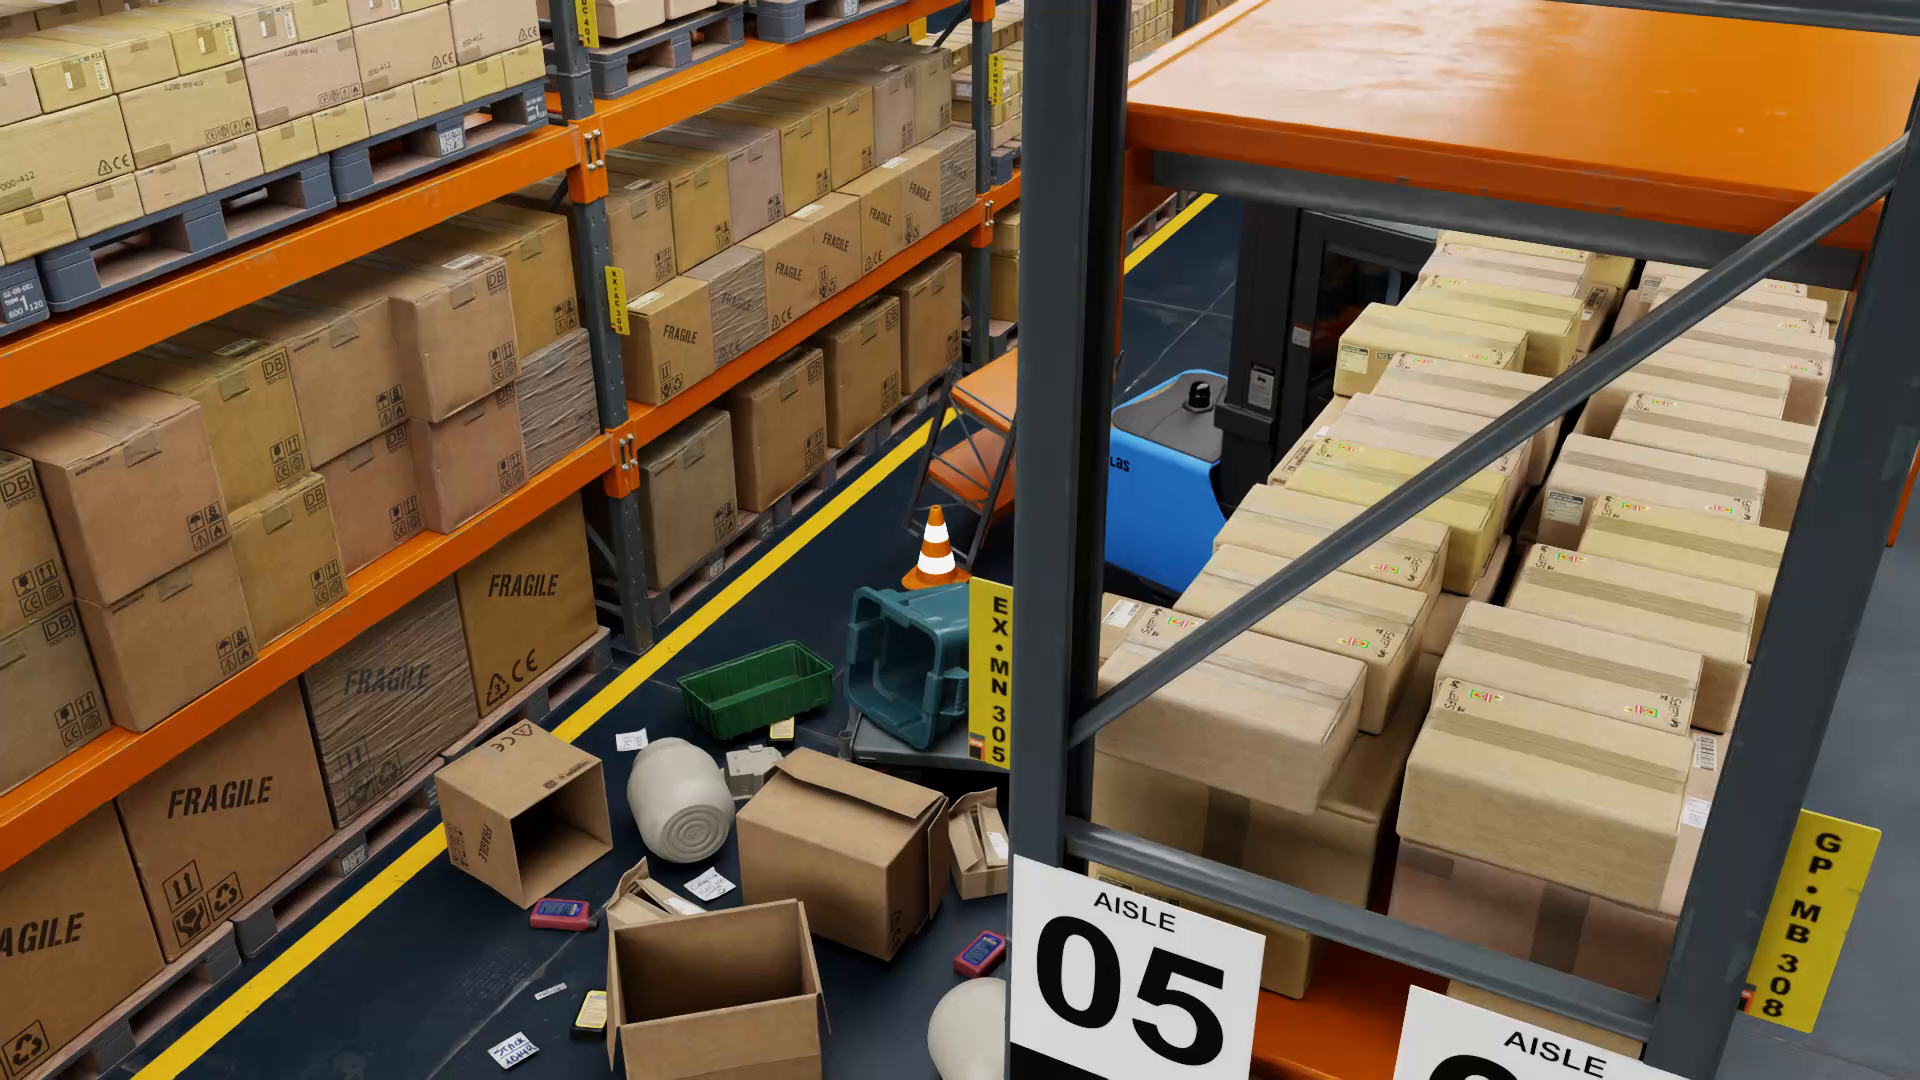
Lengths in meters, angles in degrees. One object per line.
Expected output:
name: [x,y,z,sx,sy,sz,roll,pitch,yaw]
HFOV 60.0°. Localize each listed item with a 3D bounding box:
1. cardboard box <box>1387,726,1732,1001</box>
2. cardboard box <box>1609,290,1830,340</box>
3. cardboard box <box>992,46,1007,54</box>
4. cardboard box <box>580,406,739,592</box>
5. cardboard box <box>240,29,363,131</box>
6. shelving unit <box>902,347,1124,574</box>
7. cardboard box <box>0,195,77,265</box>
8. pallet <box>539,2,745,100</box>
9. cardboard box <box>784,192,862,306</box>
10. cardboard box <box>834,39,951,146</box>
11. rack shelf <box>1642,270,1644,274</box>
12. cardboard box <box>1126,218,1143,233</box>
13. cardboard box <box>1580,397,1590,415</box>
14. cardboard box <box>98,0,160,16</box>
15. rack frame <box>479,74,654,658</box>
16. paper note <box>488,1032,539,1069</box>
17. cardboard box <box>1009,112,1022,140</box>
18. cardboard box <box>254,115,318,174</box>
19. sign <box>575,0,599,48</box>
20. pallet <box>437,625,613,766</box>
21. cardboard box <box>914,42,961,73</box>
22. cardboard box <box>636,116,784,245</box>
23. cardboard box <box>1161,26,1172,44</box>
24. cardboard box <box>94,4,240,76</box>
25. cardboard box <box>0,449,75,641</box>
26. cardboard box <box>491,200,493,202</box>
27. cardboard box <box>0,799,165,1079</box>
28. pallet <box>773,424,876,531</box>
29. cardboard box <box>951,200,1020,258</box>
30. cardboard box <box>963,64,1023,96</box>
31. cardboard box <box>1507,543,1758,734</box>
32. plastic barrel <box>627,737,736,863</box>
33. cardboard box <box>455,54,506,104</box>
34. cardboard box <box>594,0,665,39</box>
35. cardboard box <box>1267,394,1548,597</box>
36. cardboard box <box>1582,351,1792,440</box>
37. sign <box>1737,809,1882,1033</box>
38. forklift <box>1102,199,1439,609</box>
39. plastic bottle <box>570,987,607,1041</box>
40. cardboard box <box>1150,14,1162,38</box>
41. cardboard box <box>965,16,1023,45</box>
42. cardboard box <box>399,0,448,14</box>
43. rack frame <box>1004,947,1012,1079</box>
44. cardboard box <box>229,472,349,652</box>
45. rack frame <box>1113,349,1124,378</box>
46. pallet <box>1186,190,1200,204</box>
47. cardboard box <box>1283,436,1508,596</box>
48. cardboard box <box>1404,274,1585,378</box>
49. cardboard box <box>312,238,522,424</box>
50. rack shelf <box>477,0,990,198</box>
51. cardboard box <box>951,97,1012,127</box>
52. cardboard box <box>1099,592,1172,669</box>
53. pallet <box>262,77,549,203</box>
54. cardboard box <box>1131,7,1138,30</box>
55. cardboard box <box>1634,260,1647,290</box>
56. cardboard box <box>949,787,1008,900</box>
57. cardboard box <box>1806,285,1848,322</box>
cardboard box: [1.010,0.498,2.710,0.500,0.250,0.500,14,33,22]
cardboard box: [1.930,-0.409,4.290,0.500,0.250,0.500,14,33,22]
cardboard box: [0.141,-3.696,12.706,0.380,0.149,0.250,15,33,25]
cardboard box: [-1.884,-0.328,9.147,1.050,0.750,0.750,14,33,23]
cardboard box: [-2.542,-1.695,6.007,0.500,0.250,0.500,14,33,23]
shelving unit: [0.298,-0.571,9.481,0.538,1.125,1.048,34,41,20]
cardboard box: [-3.007,-0.997,5.193,0.380,0.149,0.250,14,33,23]
pallet: [-1.713,-2.462,8.205,0.805,0.209,1.217,13,32,21]
cardboard box: [-0.916,-1.712,9.618,0.500,0.500,0.500,15,33,24]
cardboard box: [-0.478,-2.880,10.648,0.700,0.500,0.500,14,33,23]
rack shelf: [3.277,-1.624,7.275,1.077,0.370,4.000,14,33,23]
cardboard box: [1.211,-2.858,13.804,0.500,0.500,0.500,13,33,22]
cardboard box: [1.673,-0.517,4.878,0.380,0.149,0.250,15,33,25]
cardboard box: [-3.133,-1.941,6.034,0.380,0.149,0.250,14,33,23]
rack frame: [-2.086,-0.826,8.177,1.000,3.000,0.127,14,33,23]
paper note: [-1.702,1.944,6.336,0.142,0.017,0.144,-25,38,-36]
cardboard box: [0.242,-2.944,11.695,0.380,0.149,0.250,16,34,26]
cardboard box: [-2.546,-1.444,5.971,0.380,0.149,0.250,14,33,23]
sign: [-1.592,-2.260,7.063,0.100,0.325,0.005,14,33,23]
pallet: [-2.502,0.702,8.315,1.003,0.211,1.213,14,33,23]
cardboard box: [-0.213,-3.479,12.029,0.380,0.149,0.250,15,33,25]
cardboard box: [-1.402,-1.977,9.076,0.700,0.500,0.500,15,33,24]
cardboard box: [1.553,-4.225,13.926,0.380,0.149,0.250,14,33,22]
cardboard box: [-2.661,-1.682,5.583,0.380,0.149,0.250,15,33,24]
cardboard box: [-3.537,-0.007,5.515,0.875,0.550,0.550,14,33,23]
cardboard box: [-4.301,-3.331,14.251,1.225,0.875,0.875,13,32,21]
cardboard box: [-3.658,1.371,6.063,0.875,0.875,0.875,14,33,24]
pallet: [-1.247,-0.519,10.442,1.003,0.211,1.213,14,33,23]
cardboard box: [0.265,-2.274,12.032,0.500,0.250,0.500,13,32,21]
cardboard box: [0.239,-3.211,11.563,0.380,0.149,0.250,13,32,22]
cardboard box: [1.157,0.164,2.892,0.380,0.149,0.250,14,33,23]
plastic barrel: [-1.238,1.142,7.336,0.421,0.421,0.512,-12,32,-20]
cardboard box: [-2.082,-1.898,6.761,0.380,0.149,0.250,15,33,24]
cardboard box: [-1.589,-2.505,7.701,0.258,0.266,0.396,14,33,22]
cardboard box: [1.000,-0.081,3.719,0.500,0.250,0.500,15,33,25]
cardboard box: [1.609,-0.291,3.684,0.380,0.149,0.250,15,33,24]
sign: [1.027,0.468,2.032,0.100,0.325,0.005,14,33,23]
forklift: [2.093,-0.649,7.937,3.031,2.935,1.130,24,38,35]
plastic bottle: [-1.416,1.830,6.501,0.133,0.061,0.283,4,30,6]
cardboard box: [1.434,-4.237,13.647,0.380,0.149,0.250,15,33,24]
cardboard box: [0.261,-3.940,12.832,0.380,0.149,0.250,15,33,25]
cardboard box: [-2.199,-2.132,6.367,0.380,0.149,0.250,14,33,23]
rack frame: [0.544,2.025,3.211,1.000,3.000,0.127,14,33,23]
cardboard box: [-2.977,-0.006,6.597,0.875,0.550,0.500,14,33,23]
rack frame: [0.593,-0.775,9.841,0.500,1.125,0.032,34,41,20]
pallet: [1.832,-3.469,15.579,1.003,0.211,1.213,14,33,23]
cardboard box: [0.848,-0.053,3.270,0.380,0.149,0.250,15,33,24]
cardboard box: [1.298,-0.512,4.069,0.380,0.149,0.250,15,33,24]
cardboard box: [-2.432,-0.934,7.129,0.875,0.550,0.550,14,33,23]
rack shelf: [-1.175,-2.702,9.153,1.077,0.370,4.000,14,33,23]
cardboard box: [0.135,-2.970,11.442,0.380,0.149,0.250,16,33,25]
cardboard box: [0.768,0.617,7.413,0.500,0.500,0.500,14,33,23]
pallet: [-2.468,-1.728,6.824,1.003,0.211,1.213,14,33,23]
cardboard box: [1.188,-4.132,13.166,0.380,0.149,0.250,14,33,23]
cardboard box: [1.922,-0.980,5.284,0.500,0.250,0.500,14,33,22]
cardboard box: [0.084,1.312,7.199,0.258,0.266,0.396,-7,31,-11]
cardboard box: [2.166,-0.723,4.437,0.380,0.149,0.250,15,33,25]
